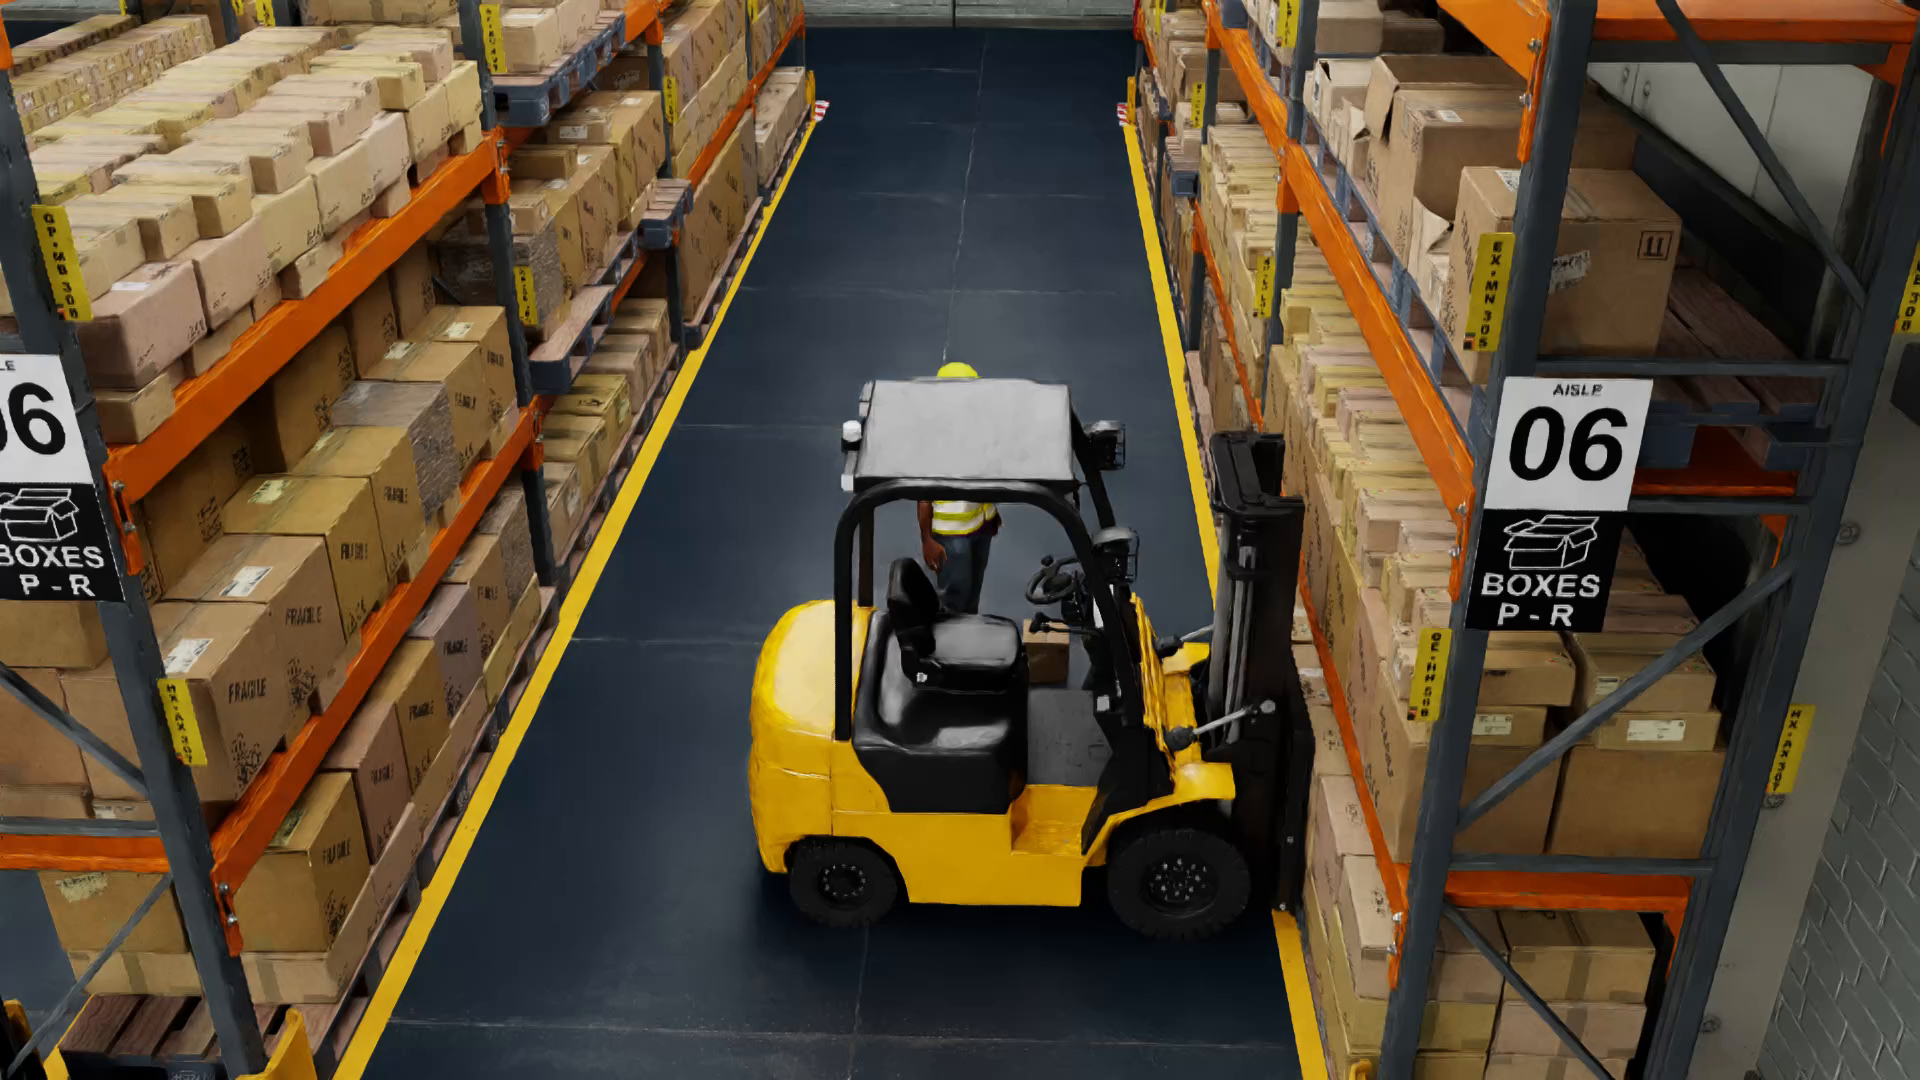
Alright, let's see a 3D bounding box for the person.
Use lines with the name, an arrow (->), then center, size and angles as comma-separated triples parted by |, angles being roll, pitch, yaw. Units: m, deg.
person -> 0.014, -0.069, 8.708 | 0.421, 1.773, 0.683 | 16, 32, 27
